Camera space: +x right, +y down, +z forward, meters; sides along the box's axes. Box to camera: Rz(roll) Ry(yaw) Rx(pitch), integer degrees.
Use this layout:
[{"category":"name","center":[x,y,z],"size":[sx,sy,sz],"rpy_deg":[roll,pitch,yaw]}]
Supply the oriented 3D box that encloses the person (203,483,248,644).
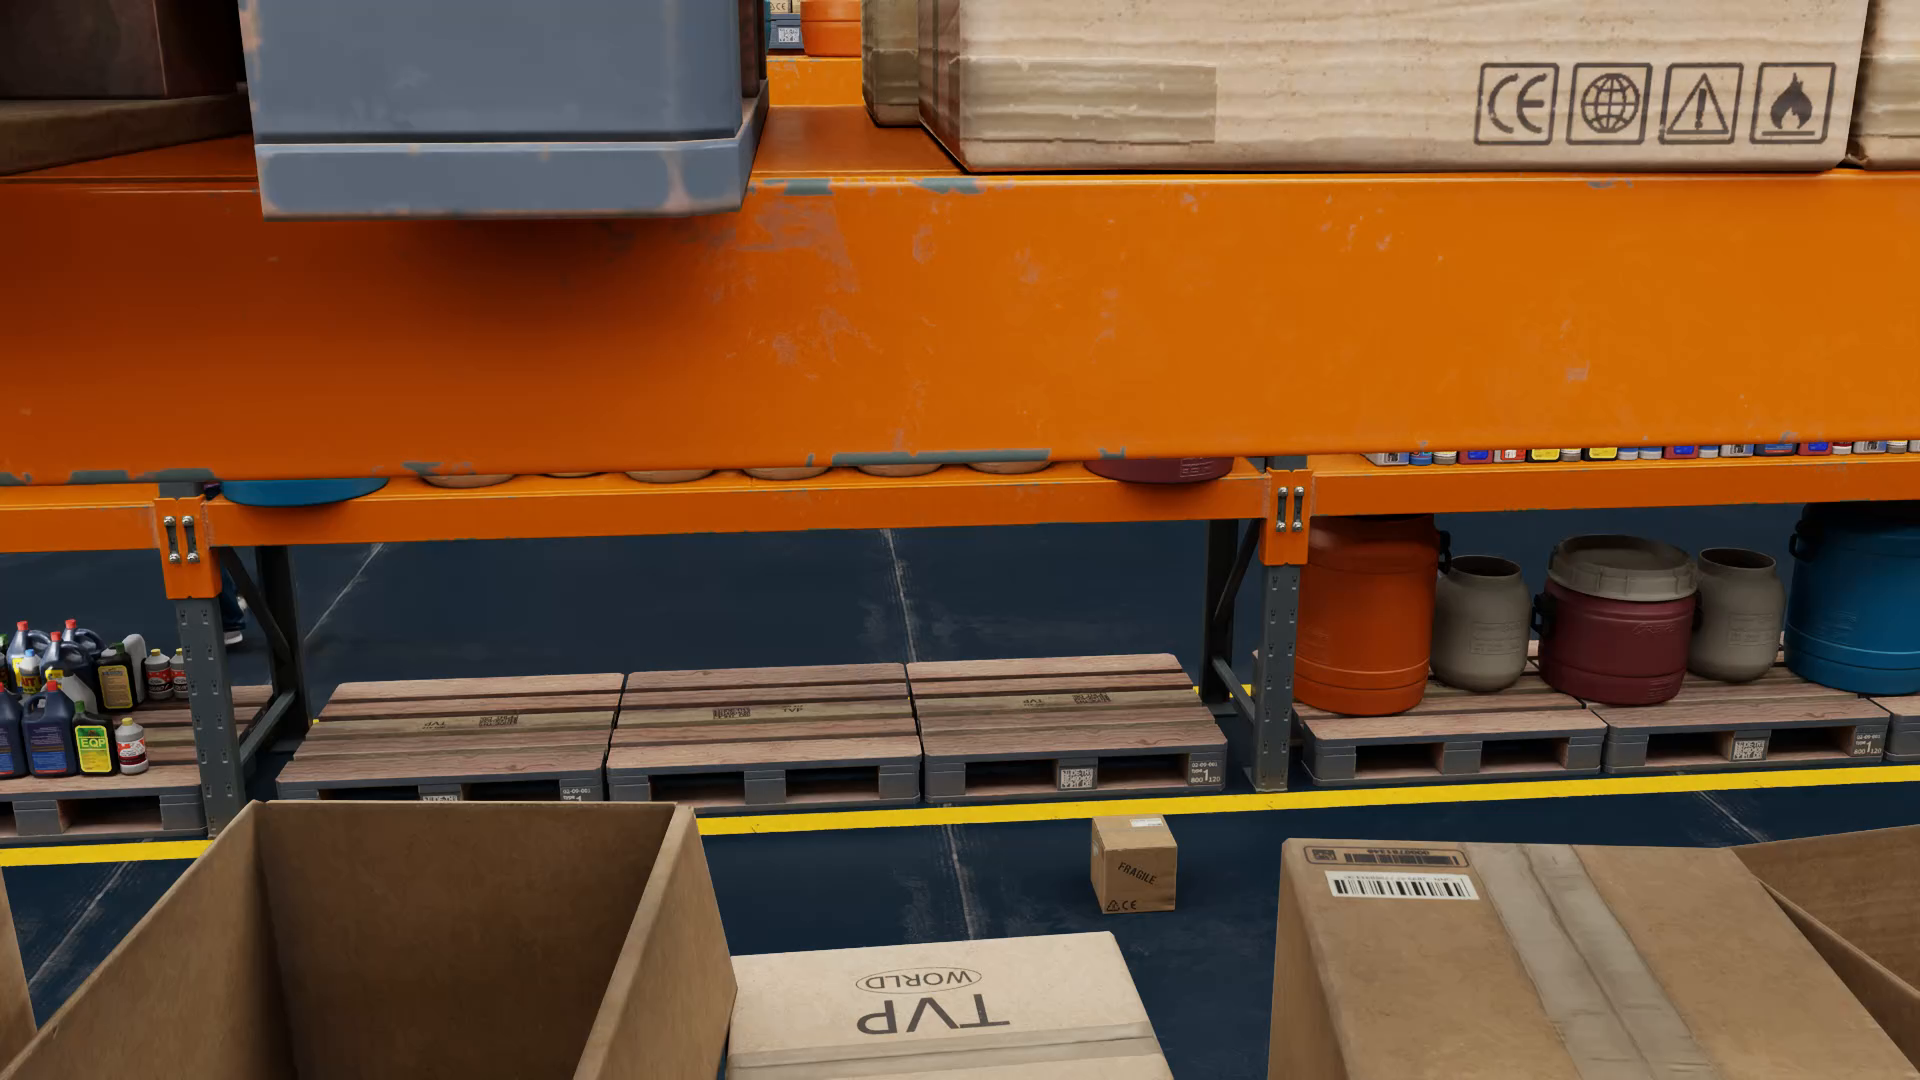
[{"category":"person","center":[-3.687,-0.240,7.926],"size":[0.399,1.572,0.414],"rpy_deg":[0,17,-1]}]
